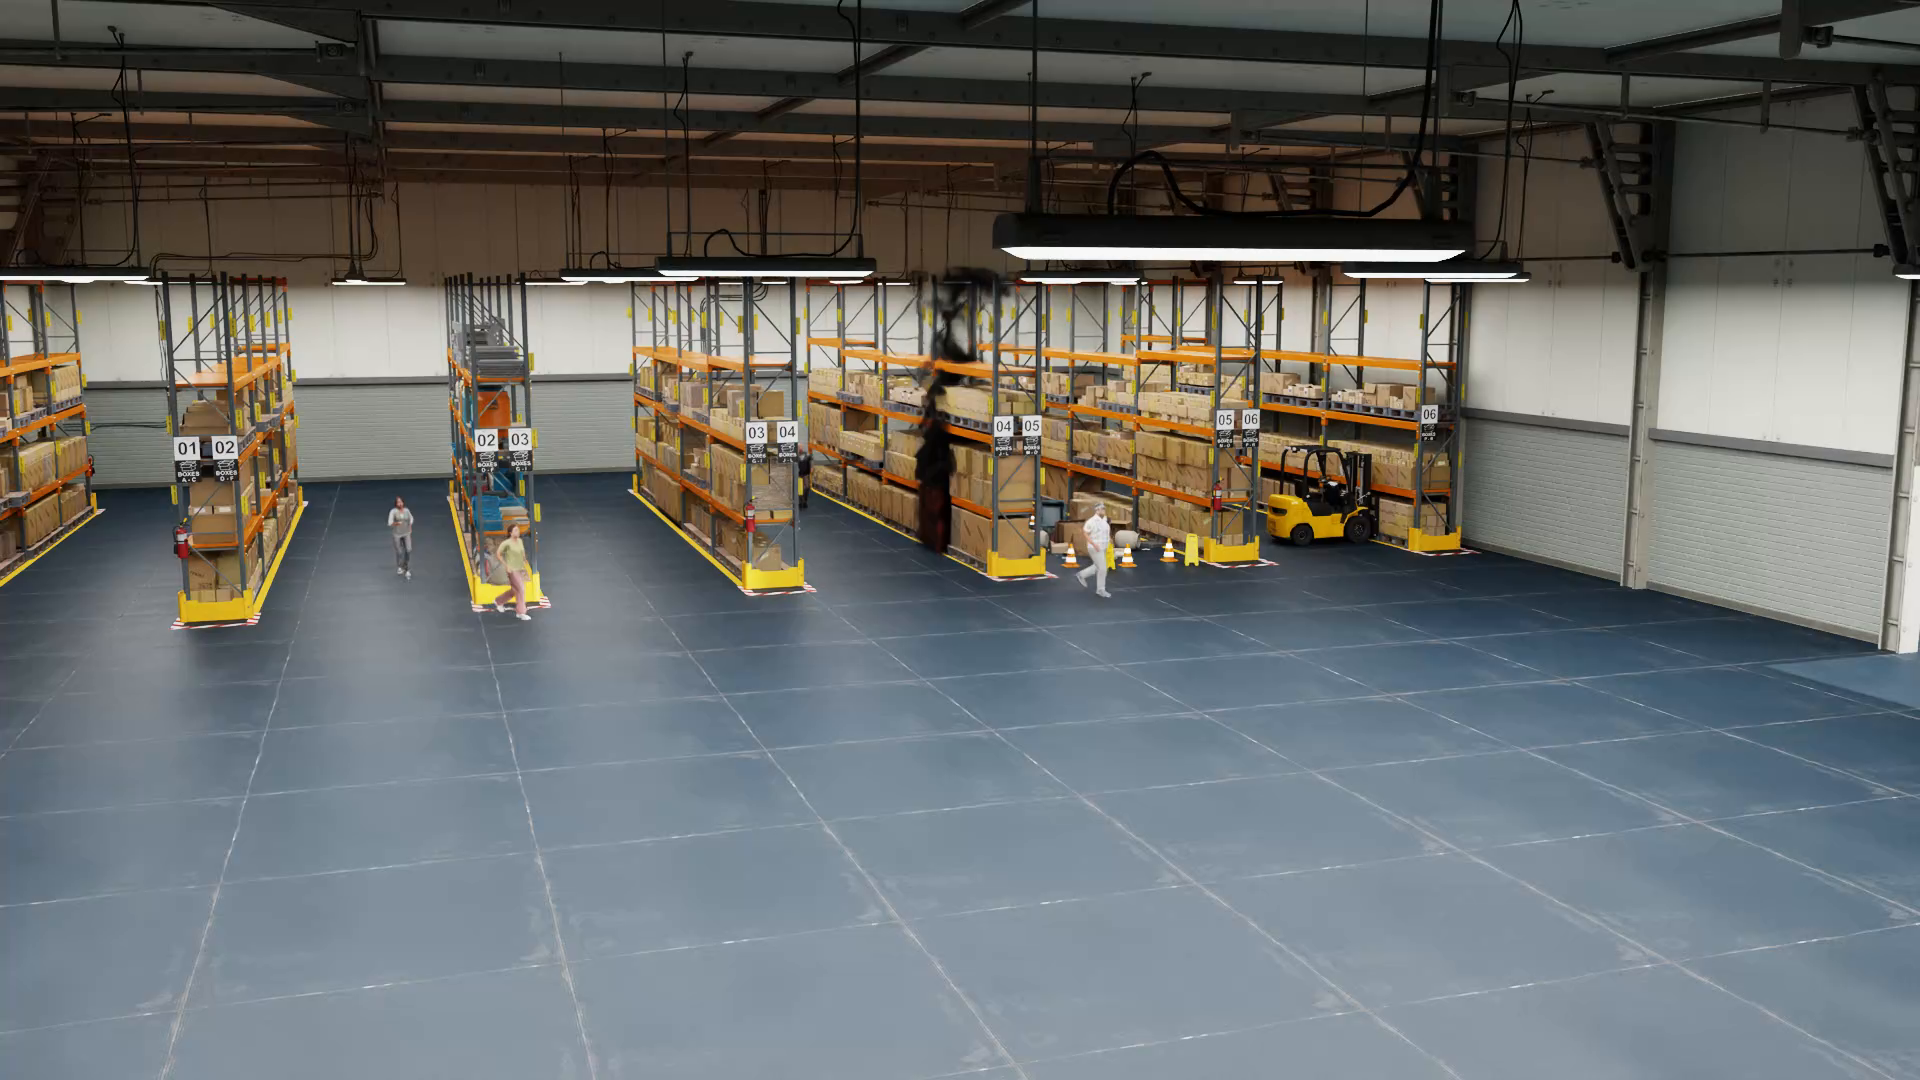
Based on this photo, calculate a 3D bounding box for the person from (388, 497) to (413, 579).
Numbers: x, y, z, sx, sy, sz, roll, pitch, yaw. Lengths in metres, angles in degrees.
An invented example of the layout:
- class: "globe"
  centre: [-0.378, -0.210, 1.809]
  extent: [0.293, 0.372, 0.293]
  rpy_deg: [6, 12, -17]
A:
- class: "person"
  centre: [-11.109, -0.047, 33.105]
  extent: [0.514, 1.639, 0.666]
  rpy_deg: [-4, 10, -26]

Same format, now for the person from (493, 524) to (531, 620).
- class: "person"
  centre: [-7.817, 0.538, 28.992]
  extent: [0.831, 1.666, 0.577]
  rpy_deg: [4, 9, 24]

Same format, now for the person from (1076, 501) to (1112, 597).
- class: "person"
  centre: [2.531, 0.143, 31.329]
  extent: [0.805, 1.796, 0.661]
  rpy_deg: [6, 10, 33]

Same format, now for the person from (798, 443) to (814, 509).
- class: "person"
  centre: [-4.135, -1.670, 43.586]
  extent: [0.662, 1.737, 0.725]
  rpy_deg: [-1, 9, -10]
